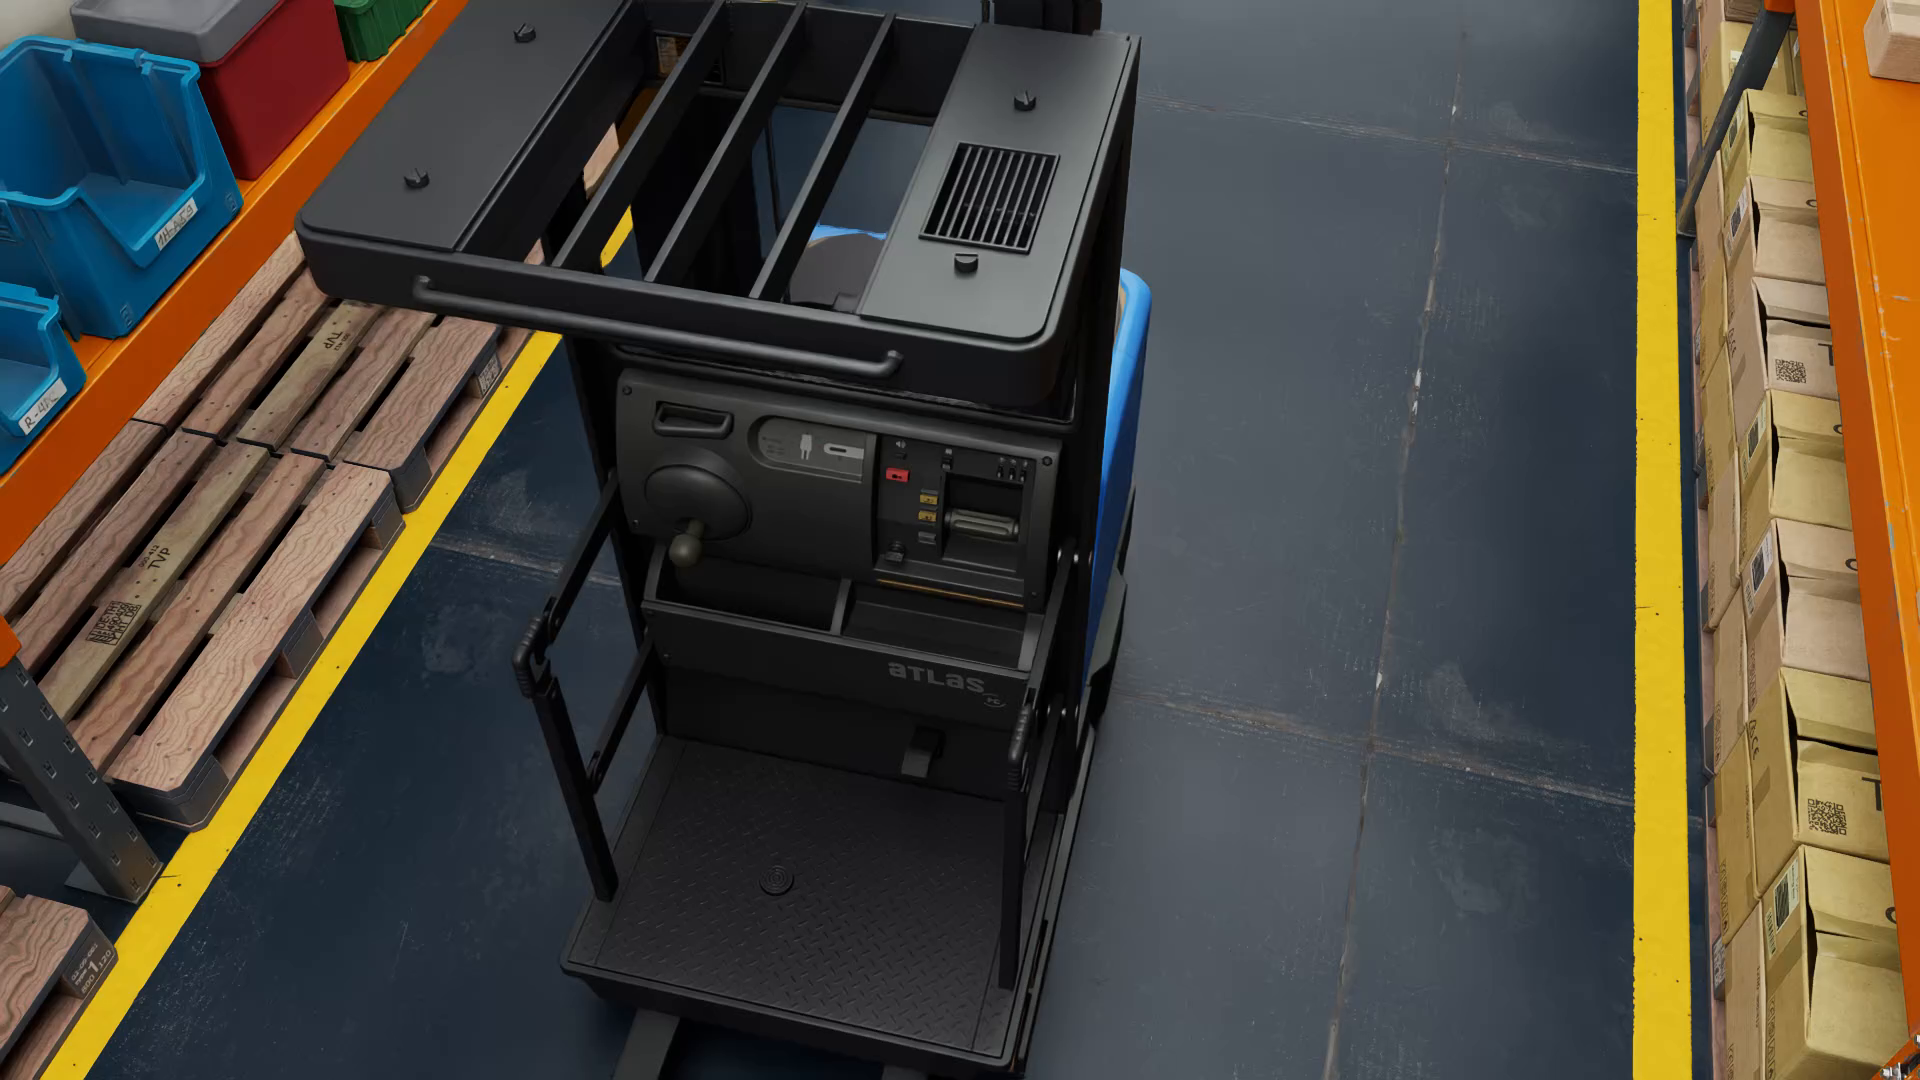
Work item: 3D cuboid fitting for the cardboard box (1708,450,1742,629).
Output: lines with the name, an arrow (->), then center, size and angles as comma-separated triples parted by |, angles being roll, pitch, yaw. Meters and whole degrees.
cardboard box -> 2.444, 0.045, 4.764 | 0.500, 0.250, 0.500 | 12, 50, 11

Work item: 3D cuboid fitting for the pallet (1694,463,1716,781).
pallet -> 2.718, 0.267, 4.873 | 1.003, 0.211, 1.213 | 12, 50, 10

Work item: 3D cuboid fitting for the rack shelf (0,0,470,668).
rack shelf -> -2.110, -1.377, 4.944 | 1.077, 0.370, 4.000 | 12, 50, 10

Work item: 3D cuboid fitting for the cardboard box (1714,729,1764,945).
cardboard box -> 2.176, 0.781, 4.114 | 0.500, 0.250, 0.500 | 11, 49, 10

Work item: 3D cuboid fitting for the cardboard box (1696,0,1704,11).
cardboard box -> 3.364, -2.413, 6.933 | 0.500, 0.250, 0.500 | 12, 50, 10

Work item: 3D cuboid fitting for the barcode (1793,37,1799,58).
barcode -> 2.725, -1.615, 5.408 | 0.001, 0.075, 0.075 | 12, 50, 10

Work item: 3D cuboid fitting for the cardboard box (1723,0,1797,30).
cardboard box -> 3.248, -2.296, 6.330 | 0.500, 0.500, 0.500 | 12, 50, 10

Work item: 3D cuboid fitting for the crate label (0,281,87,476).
crate label -> -2.164, -0.344, 3.664 | 0.303, 0.233, 0.416 | 12, 50, 10

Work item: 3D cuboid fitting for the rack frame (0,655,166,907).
rack frame -> -2.637, -0.168, 3.398 | 1.000, 3.000, 0.127 | 12, 50, 10

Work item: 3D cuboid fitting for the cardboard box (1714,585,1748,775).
cardboard box -> 2.312, 0.418, 4.435 | 0.500, 0.250, 0.500 | 13, 50, 11

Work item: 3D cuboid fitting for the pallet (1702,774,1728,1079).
pallet -> 2.395, 1.147, 4.097 | 1.003, 0.211, 1.213 | 12, 50, 10

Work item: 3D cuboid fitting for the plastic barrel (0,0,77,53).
plastic barrel -> -2.461, -1.296, 4.319 | 0.421, 0.512, 0.421 | 0, 49, 0

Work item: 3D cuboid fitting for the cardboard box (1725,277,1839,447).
cardboard box -> 2.573, -0.511, 4.880 | 0.500, 0.311, 0.500 | 10, 49, 9

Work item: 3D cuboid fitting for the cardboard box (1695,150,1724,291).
cardboard box -> 2.849, -1.068, 5.745 | 0.500, 0.250, 0.500 | 10, 49, 9

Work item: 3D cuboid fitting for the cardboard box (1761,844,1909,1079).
cardboard box -> 2.041, 0.970, 3.573 | 0.500, 0.311, 0.500 | 13, 50, 11

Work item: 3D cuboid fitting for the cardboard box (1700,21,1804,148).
cardboard box -> 3.105, -1.689, 6.294 | 0.500, 0.250, 0.500 | 12, 50, 10

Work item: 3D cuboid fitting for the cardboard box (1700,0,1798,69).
cardboard box -> 3.246, -2.049, 6.611 | 0.500, 0.250, 0.500 | 12, 50, 10

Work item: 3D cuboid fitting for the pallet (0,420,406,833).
pallet -> -2.395, 0.202, 4.931 | 1.003, 0.211, 1.213 | 12, 50, 10

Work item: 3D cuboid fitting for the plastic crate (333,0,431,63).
plastic crate -> -1.770, -1.676, 4.870 | 0.450, 0.188, 0.662 | 12, 50, 10

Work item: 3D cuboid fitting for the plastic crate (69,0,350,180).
plastic crate -> -1.916, -1.298, 4.352 | 0.402, 0.464, 0.583 | 12, 50, 10

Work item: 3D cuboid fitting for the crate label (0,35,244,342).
crate label -> -2.114, -0.845, 3.972 | 0.502, 0.435, 0.616 | 12, 50, 10

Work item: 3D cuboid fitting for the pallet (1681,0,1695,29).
pallet -> 3.763, -2.611, 7.413 | 1.003, 0.211, 1.213 | 12, 50, 10

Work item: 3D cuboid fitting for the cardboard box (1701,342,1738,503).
cardboard box -> 2.579, -0.323, 5.088 | 0.500, 0.250, 0.500 | 10, 49, 9

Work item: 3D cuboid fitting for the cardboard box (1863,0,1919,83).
cardboard box -> 2.763, -1.398, 4.650 | 0.380, 0.149, 0.250 | 12, 50, 10

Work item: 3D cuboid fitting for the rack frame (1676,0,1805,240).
rack frame -> 3.194, -2.081, 5.086 | 1.000, 3.000, 0.127 | 12, 50, 10

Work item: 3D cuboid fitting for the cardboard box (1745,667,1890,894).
cardboard box -> 2.172, 0.593, 3.906 | 0.500, 0.311, 0.500 | 11, 49, 9

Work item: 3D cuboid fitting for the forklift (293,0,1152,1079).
forklift -> -0.309, 0.010, 3.286 | 1.130, 2.935, 3.031 | 10, 49, 9

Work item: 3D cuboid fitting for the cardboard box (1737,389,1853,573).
cardboard box -> 2.441, -0.134, 4.547 | 0.500, 0.311, 0.500 | 13, 50, 11

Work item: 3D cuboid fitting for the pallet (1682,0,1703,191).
pallet -> 3.444, -1.726, 6.632 | 1.003, 0.211, 1.213 | 12, 50, 10

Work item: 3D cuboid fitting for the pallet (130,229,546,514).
pallet -> -2.072, -0.678, 5.707 | 1.003, 0.211, 1.213 | 12, 50, 10

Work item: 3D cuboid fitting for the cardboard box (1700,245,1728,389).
cardboard box -> 2.713, -0.698, 5.419 | 0.500, 0.250, 0.500 | 13, 50, 11

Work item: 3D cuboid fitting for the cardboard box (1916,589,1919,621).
cardboard box -> 2.111, 0.190, 3.249 | 0.380, 0.149, 0.250 | 12, 50, 10

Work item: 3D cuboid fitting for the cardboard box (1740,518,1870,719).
cardboard box -> 2.307, 0.228, 4.228 | 0.500, 0.311, 0.500 | 11, 50, 10

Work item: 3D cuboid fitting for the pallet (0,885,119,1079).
pallet -> -2.804, 1.333, 3.933 | 1.003, 0.211, 1.213 | 12, 50, 10

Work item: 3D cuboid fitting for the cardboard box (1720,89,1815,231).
cardboard box -> 2.845, -1.246, 5.529 | 0.500, 0.311, 0.500 | 12, 50, 10

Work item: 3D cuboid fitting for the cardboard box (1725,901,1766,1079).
cardboard box -> 2.044, 1.154, 3.785 | 0.500, 0.250, 0.500 | 13, 50, 11

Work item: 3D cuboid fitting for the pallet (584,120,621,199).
pallet -> -1.753, -1.563, 6.489 | 1.003, 0.211, 1.213 | 12, 50, 10

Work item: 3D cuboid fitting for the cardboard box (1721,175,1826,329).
cardboard box -> 2.708, -0.885, 5.210 | 0.500, 0.311, 0.500 | 11, 49, 10

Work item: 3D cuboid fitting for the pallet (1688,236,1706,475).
pallet -> 3.038, -0.618, 5.655 | 1.003, 0.211, 1.213 | 12, 50, 10
